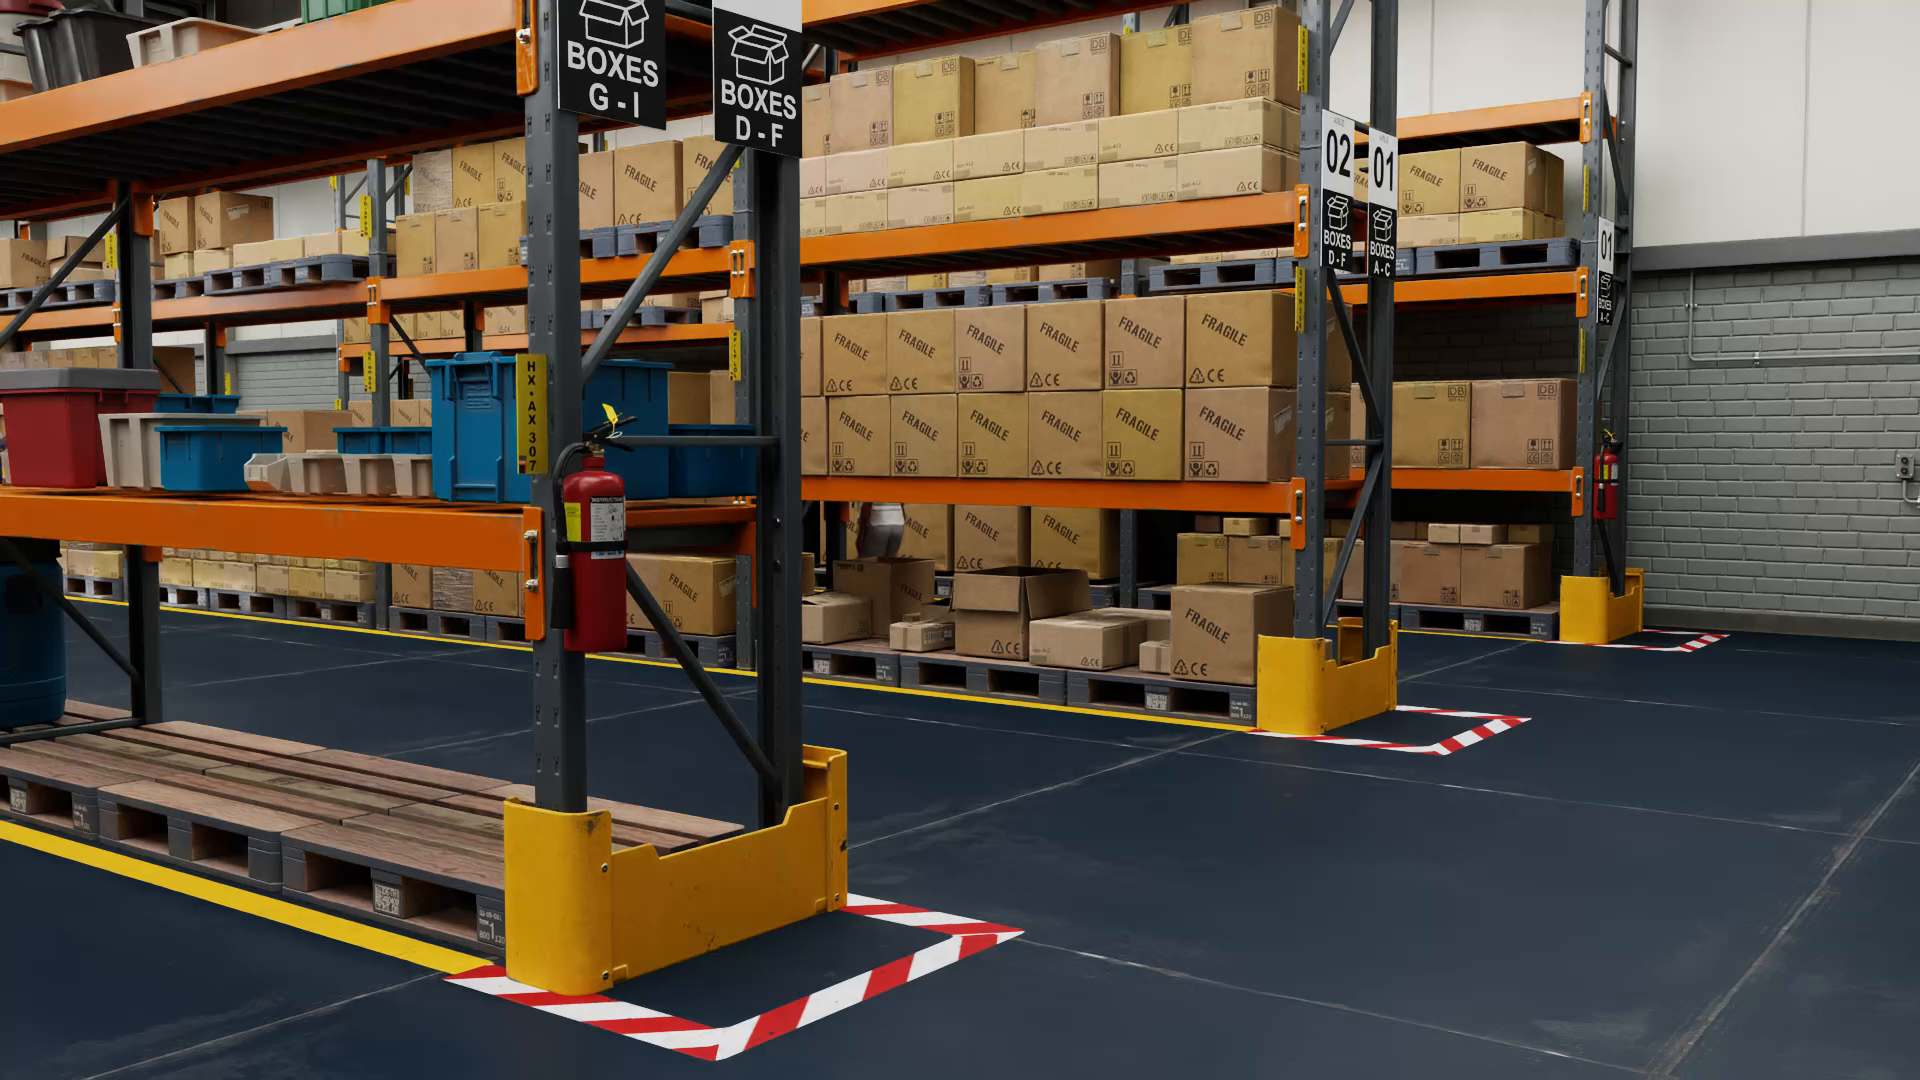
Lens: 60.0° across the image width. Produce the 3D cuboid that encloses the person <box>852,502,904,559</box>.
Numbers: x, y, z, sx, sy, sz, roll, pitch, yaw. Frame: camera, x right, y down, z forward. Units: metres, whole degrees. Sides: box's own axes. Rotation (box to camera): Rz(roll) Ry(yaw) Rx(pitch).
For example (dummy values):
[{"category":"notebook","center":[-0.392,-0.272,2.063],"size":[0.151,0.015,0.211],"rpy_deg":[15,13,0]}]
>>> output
[{"category":"person","center":[-0.632,-0.036,12.828],"size":[0.393,1.731,0.456],"rpy_deg":[2,4,36]}]
